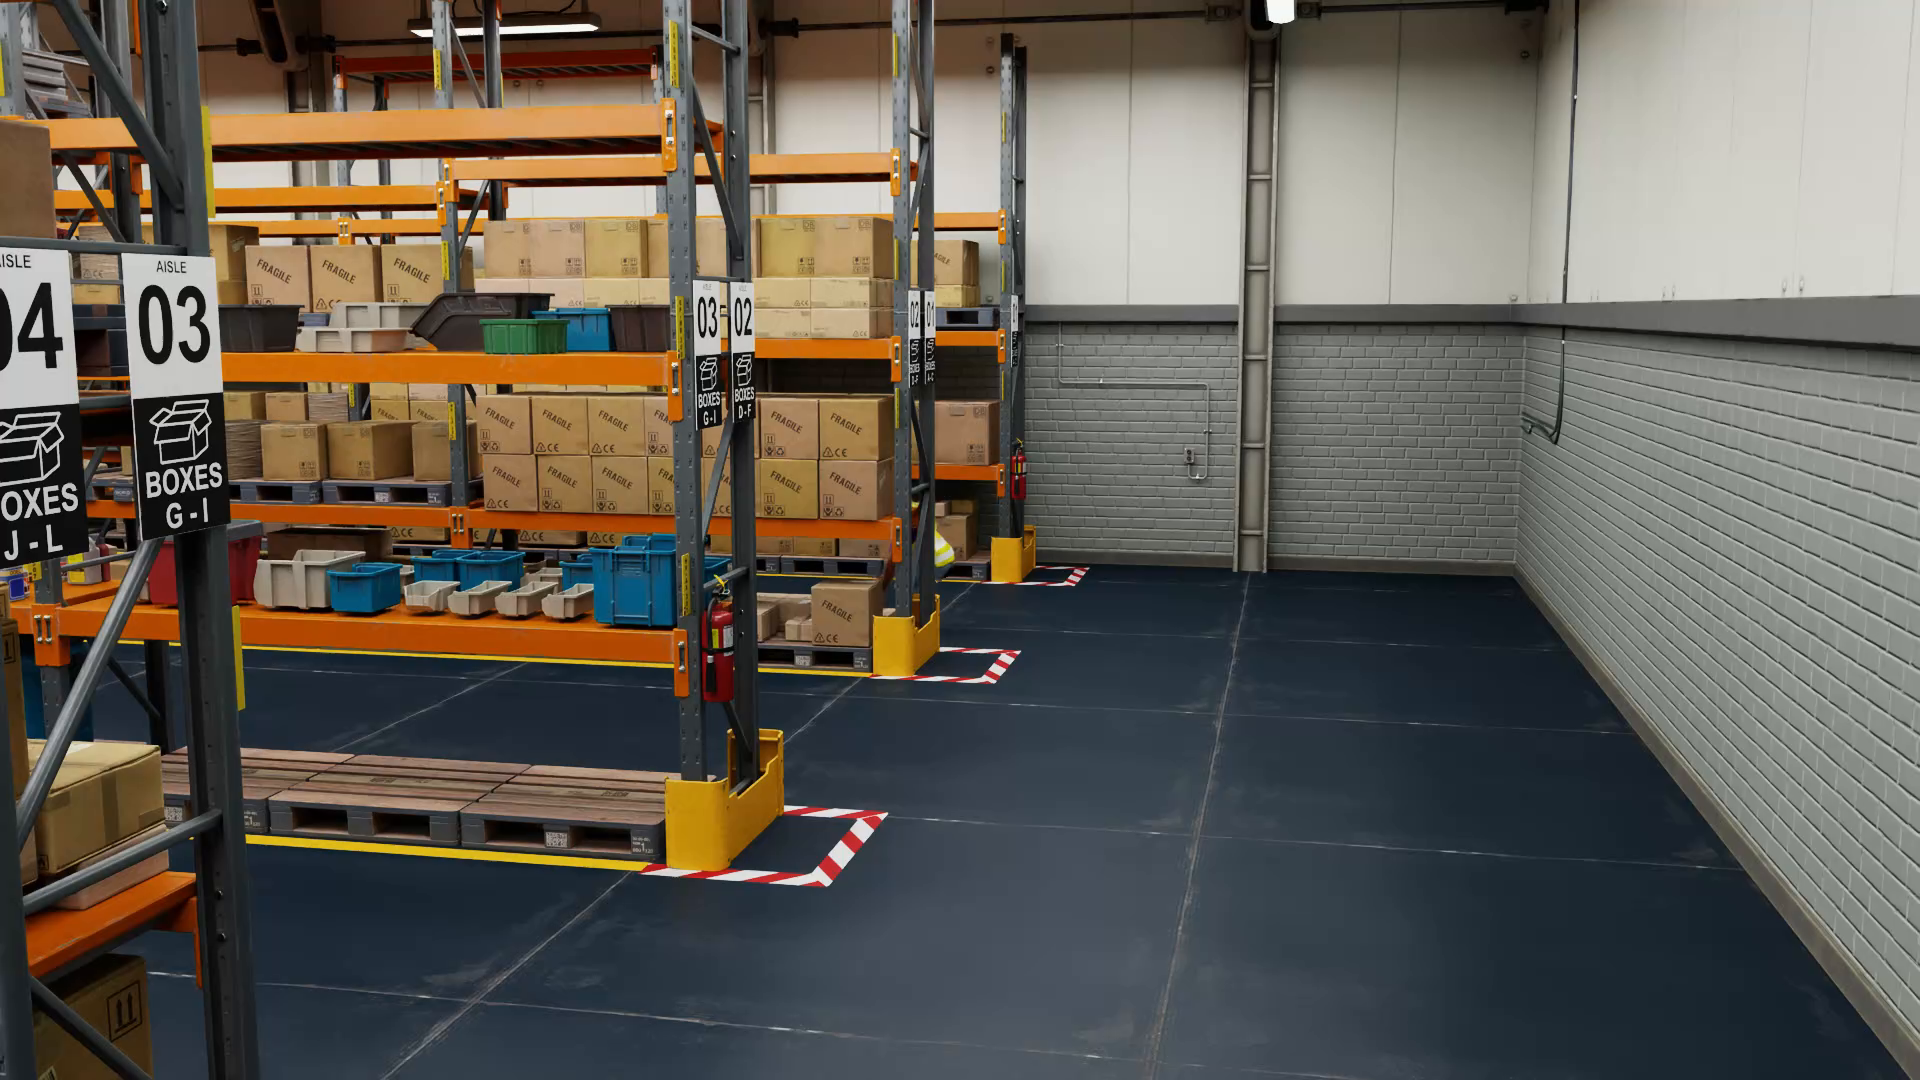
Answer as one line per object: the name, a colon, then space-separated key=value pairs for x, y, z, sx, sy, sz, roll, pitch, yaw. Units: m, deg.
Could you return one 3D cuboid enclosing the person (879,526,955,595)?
person: x=-0.471 y=0.241 z=15.937 sx=0.832 sy=1.233 sz=0.623 roll=1 pitch=8 yaw=7
